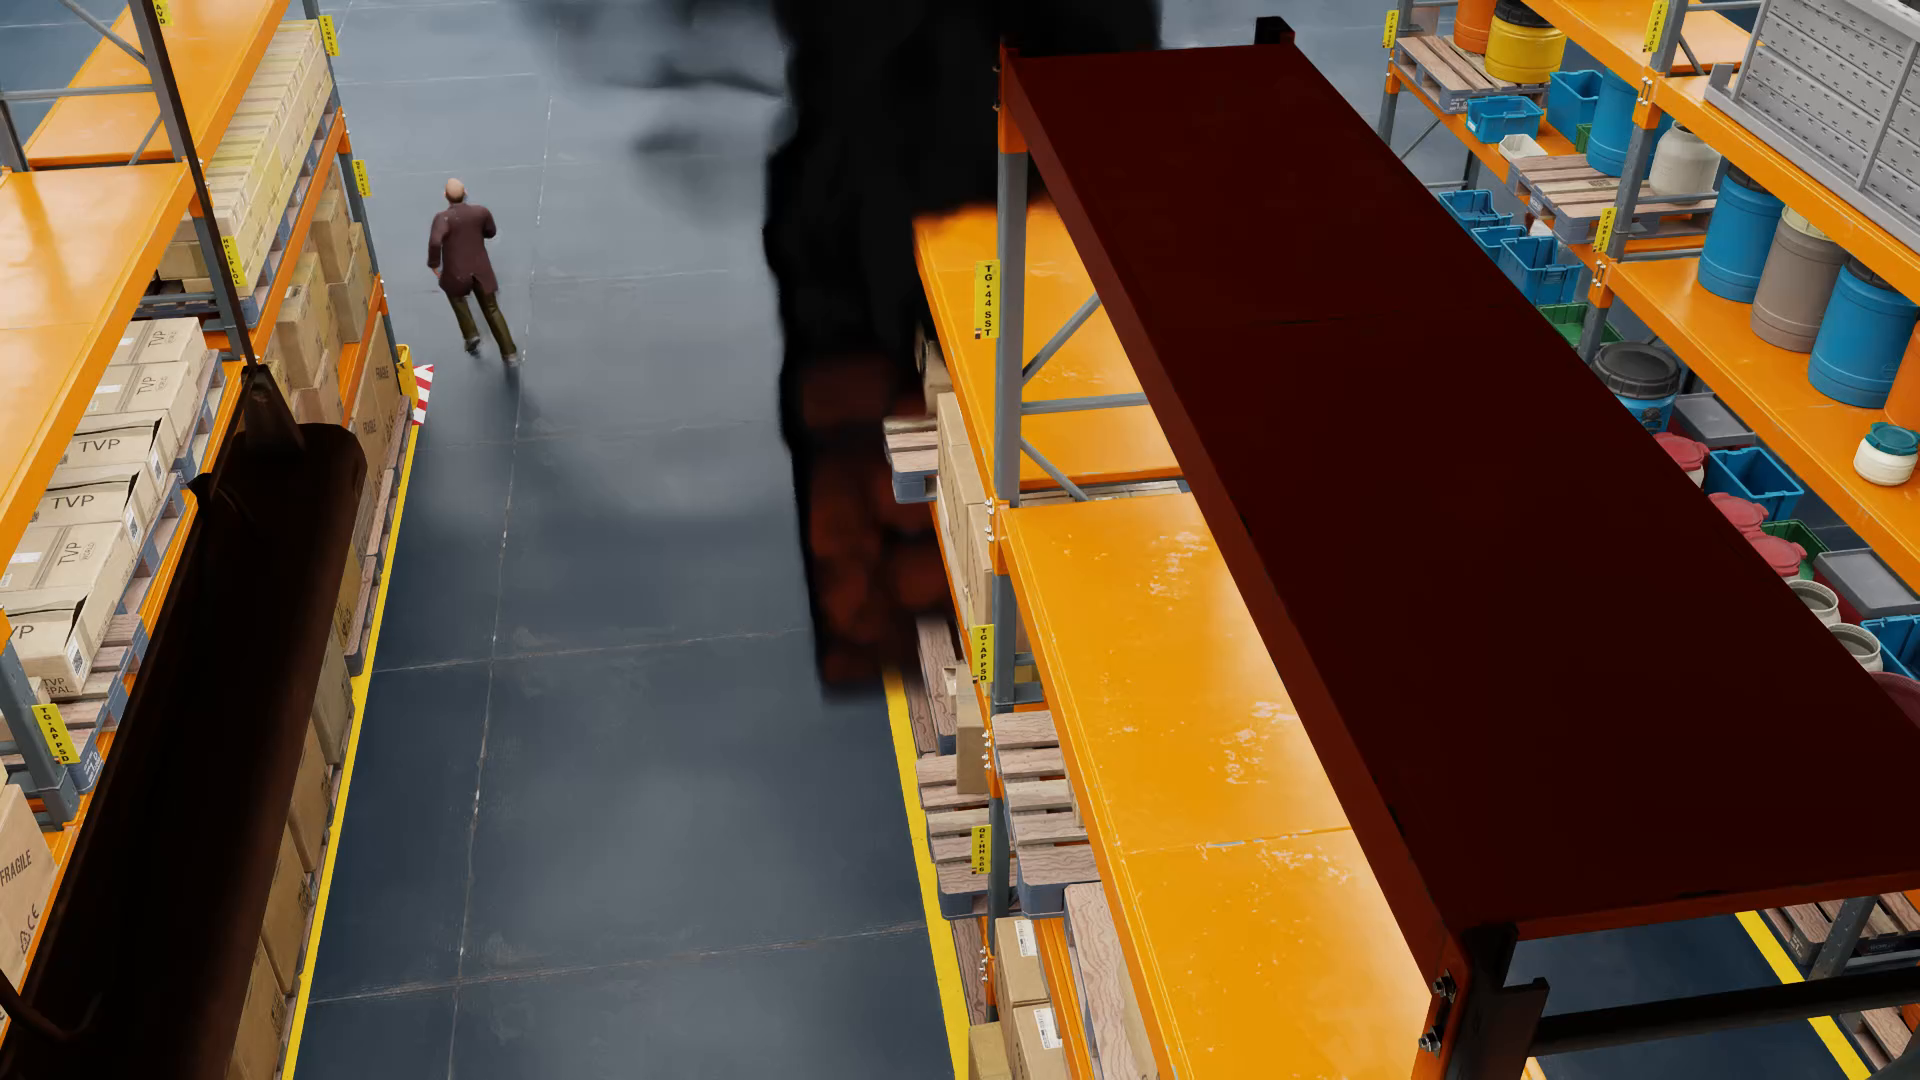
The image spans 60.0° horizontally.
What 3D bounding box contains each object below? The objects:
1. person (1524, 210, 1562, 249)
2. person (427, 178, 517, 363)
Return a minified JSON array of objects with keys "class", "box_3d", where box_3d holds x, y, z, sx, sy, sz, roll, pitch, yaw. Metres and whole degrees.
[{"class":"person","box_3d":[5.622,-2.988,16.064,0.731,1.721,0.645,-9,37,-12]},{"class":"person","box_3d":[-4.508,-2.420,15.261,0.730,1.829,0.975,-20,41,-25]}]
